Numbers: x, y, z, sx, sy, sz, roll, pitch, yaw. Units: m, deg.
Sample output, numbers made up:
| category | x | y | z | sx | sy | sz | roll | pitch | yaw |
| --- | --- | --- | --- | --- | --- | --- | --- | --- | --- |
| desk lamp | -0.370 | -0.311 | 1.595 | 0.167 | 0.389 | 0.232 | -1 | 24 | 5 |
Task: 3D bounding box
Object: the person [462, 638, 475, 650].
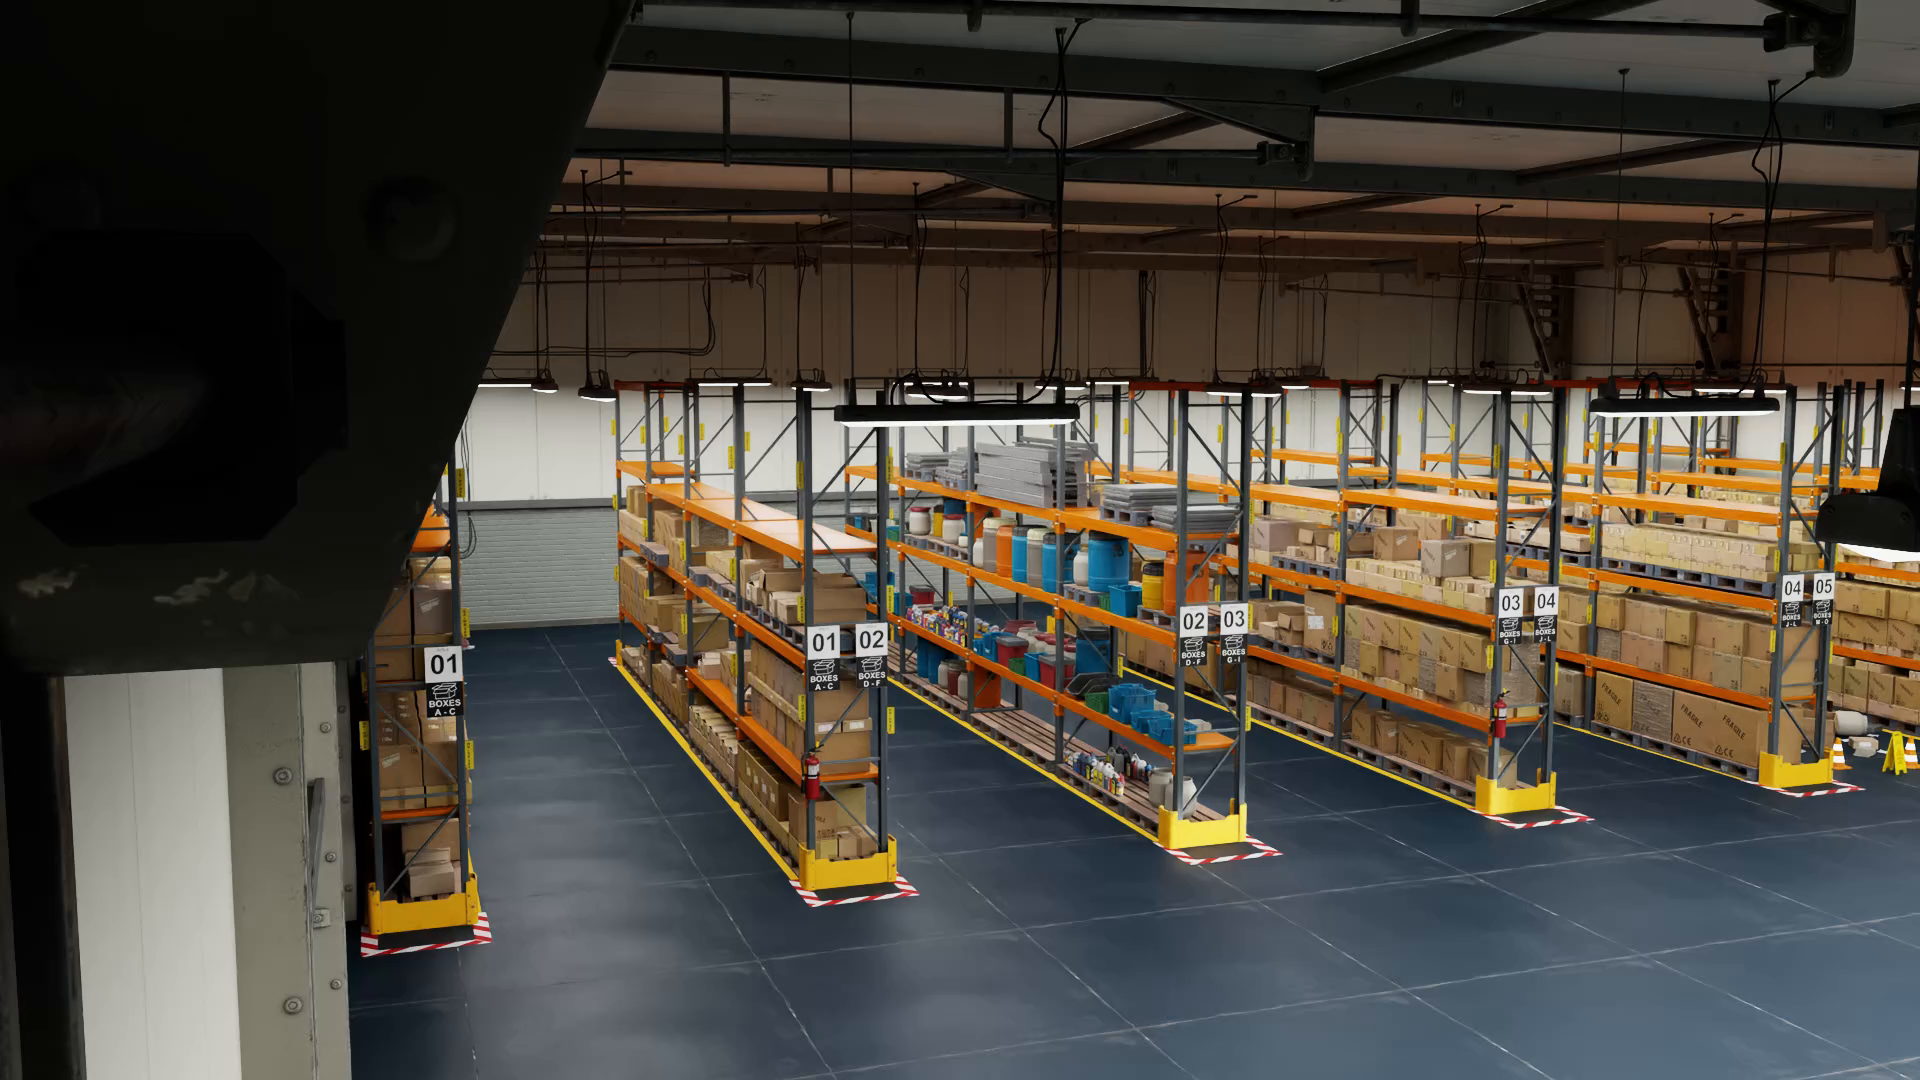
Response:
| category | x | y | z | sx | sy | sz | roll | pitch | yaw |
| --- | --- | --- | --- | --- | --- | --- | --- | --- | --- |
| person | -11.232 | 1.622 | 36.802 | 1.034 | 1.625 | 0.449 | 0 | 6 | 3 |
